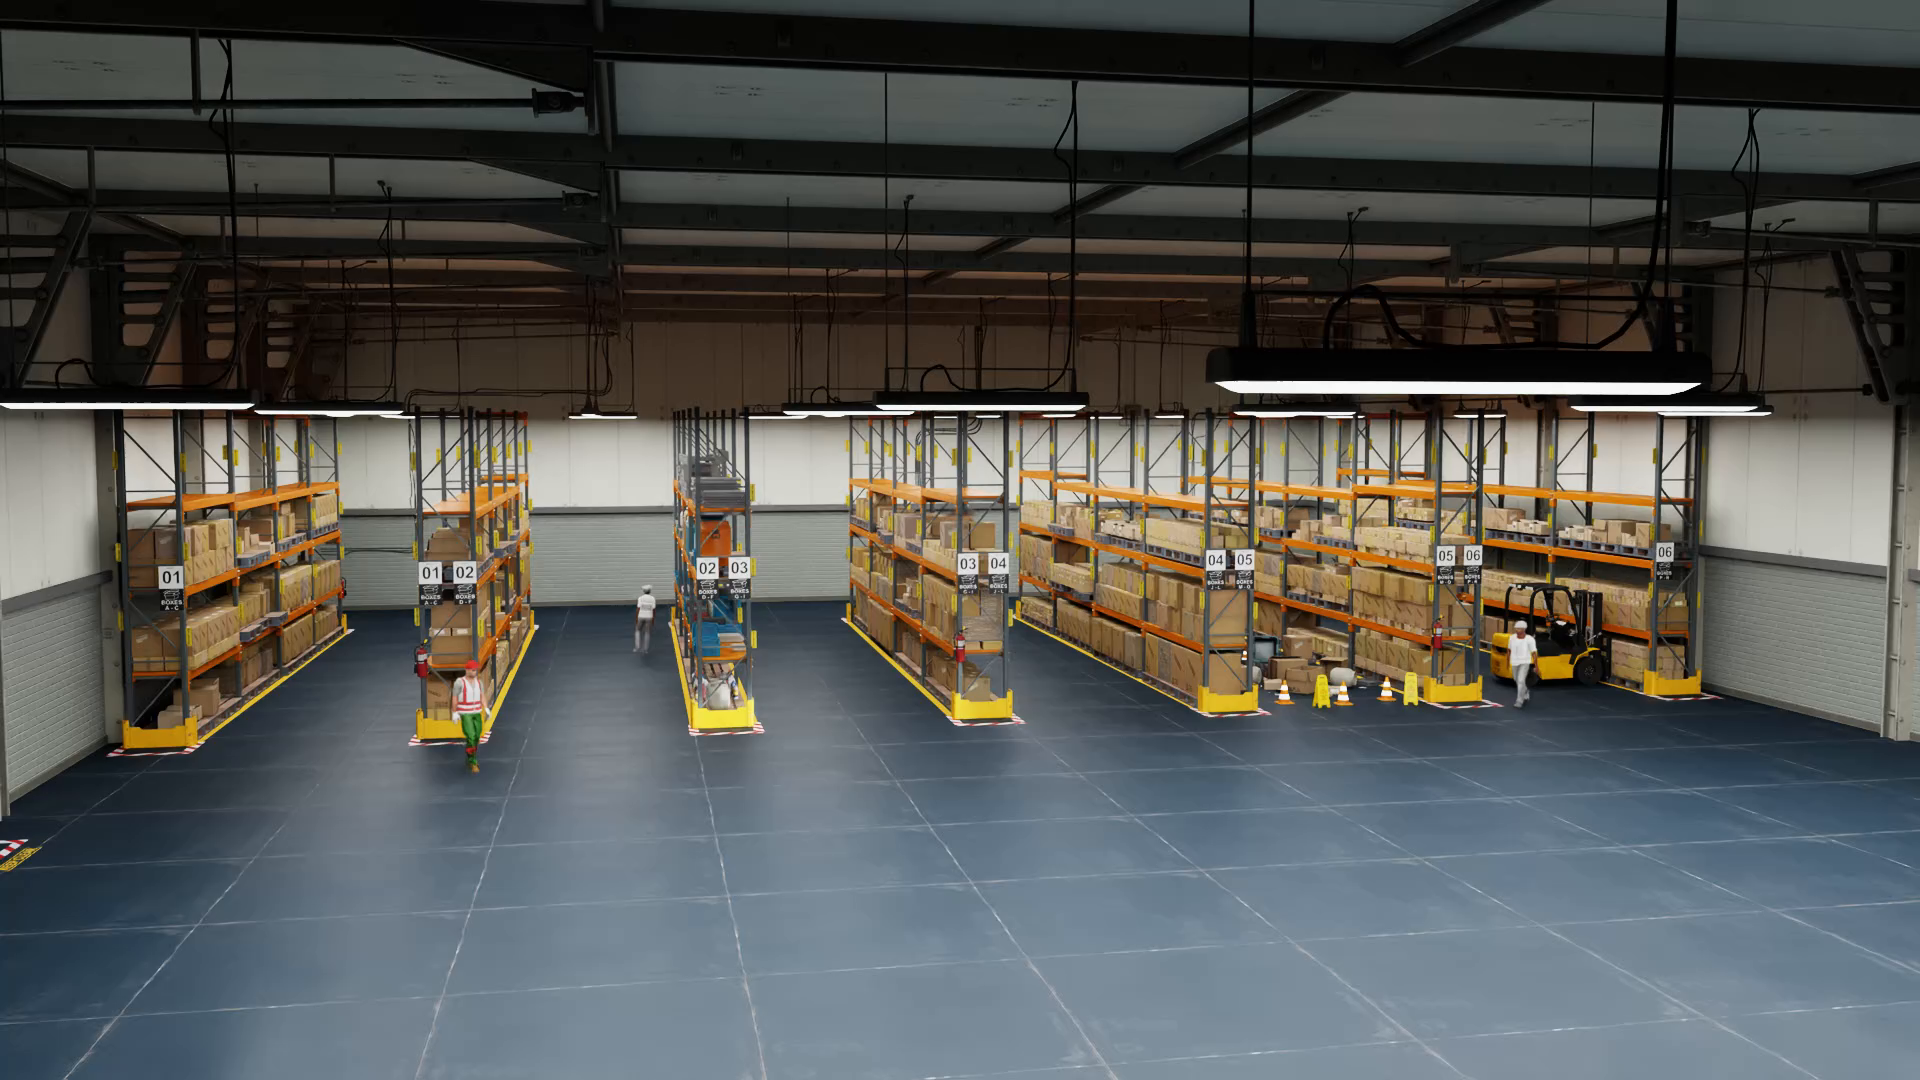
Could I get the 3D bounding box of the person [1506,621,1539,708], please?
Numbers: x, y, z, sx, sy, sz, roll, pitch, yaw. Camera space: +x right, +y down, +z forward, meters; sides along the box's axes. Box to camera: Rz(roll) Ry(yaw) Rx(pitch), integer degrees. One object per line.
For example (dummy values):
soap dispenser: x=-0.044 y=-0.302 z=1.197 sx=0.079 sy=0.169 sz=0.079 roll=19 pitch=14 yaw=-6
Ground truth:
person: x=11.324 y=2.482 z=33.483 sx=0.676 sy=1.721 sz=1.002 roll=4 pitch=5 yaw=42

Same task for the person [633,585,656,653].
person: x=-7.807 y=1.956 z=41.098 sx=0.582 sy=1.681 sz=0.384 roll=-1 pitch=4 yaw=-11

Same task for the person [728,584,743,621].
person: x=-6.355 y=1.432 z=47.859 sx=0.602 sy=1.712 sz=1.010 roll=-2 pitch=5 yaw=-31

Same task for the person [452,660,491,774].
person: x=-7.999 y=2.897 z=27.369 sx=0.656 sy=1.814 sz=0.563 roll=3 pitch=5 yaw=39
